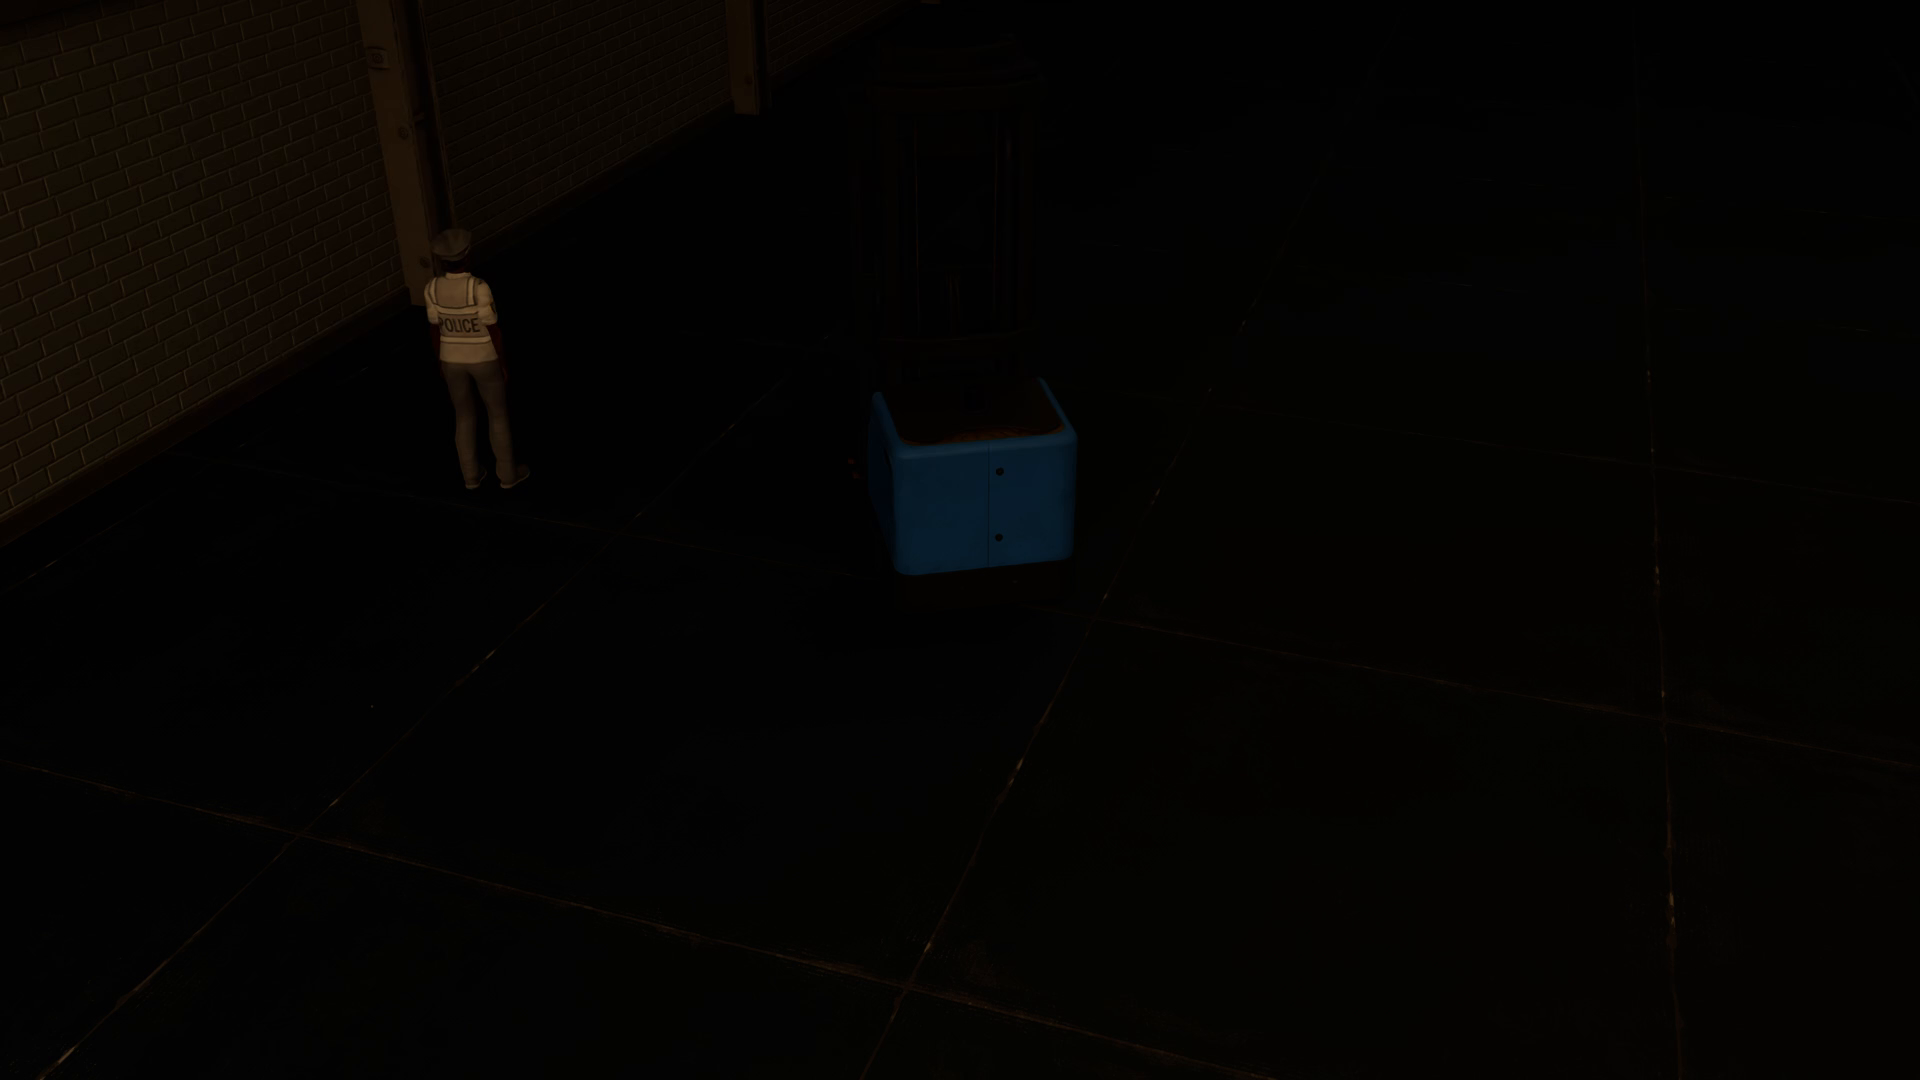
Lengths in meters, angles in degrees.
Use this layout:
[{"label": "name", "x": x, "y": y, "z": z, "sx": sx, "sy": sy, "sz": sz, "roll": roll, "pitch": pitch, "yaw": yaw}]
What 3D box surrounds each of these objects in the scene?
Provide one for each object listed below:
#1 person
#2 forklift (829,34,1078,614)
[{"label": "person", "x": -3.029, "y": -1.112, "z": 10.345, "sx": 0.448, "sy": 1.690, "sz": 0.338, "roll": 2, "pitch": 30, "yaw": 4}, {"label": "forklift", "x": -0.146, "y": -1.578, "z": 9.904, "sx": 1.130, "sy": 2.935, "sz": 3.031, "roll": -6, "pitch": 30, "yaw": -10}]
